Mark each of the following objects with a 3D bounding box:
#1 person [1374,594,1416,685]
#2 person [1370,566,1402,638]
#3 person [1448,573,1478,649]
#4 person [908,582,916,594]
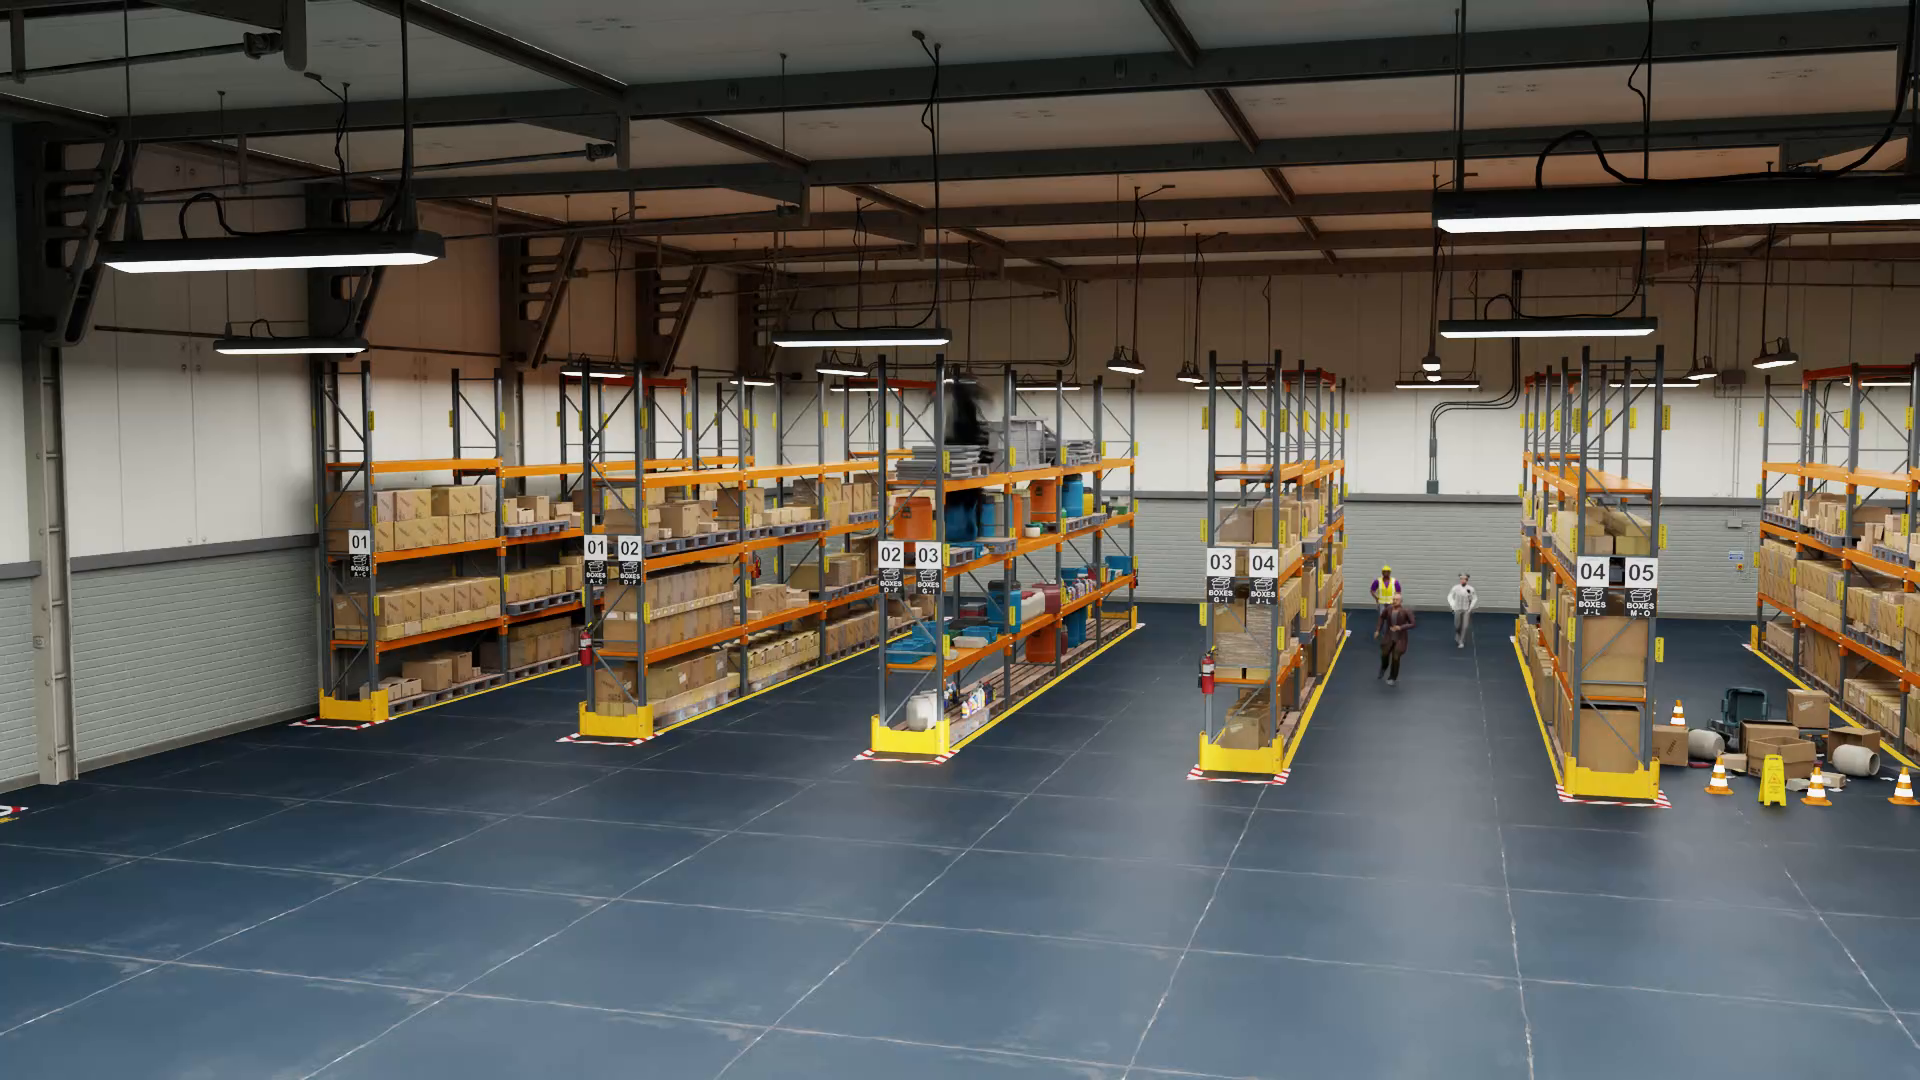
[{"bbox_3d":[8.260,1.895,31.623,0.807,1.734,0.597,2,4,24],"label":"person"},{"bbox_3d":[9.686,1.447,37.834,0.702,1.726,0.598,1,4,10],"label":"person"},{"bbox_3d":[11.144,1.554,36.881,0.635,1.687,0.588,1,4,18],"label":"person"},{"bbox_3d":[-1.148,1.037,43.308,0.586,1.739,0.643,2,5,27],"label":"person"}]
